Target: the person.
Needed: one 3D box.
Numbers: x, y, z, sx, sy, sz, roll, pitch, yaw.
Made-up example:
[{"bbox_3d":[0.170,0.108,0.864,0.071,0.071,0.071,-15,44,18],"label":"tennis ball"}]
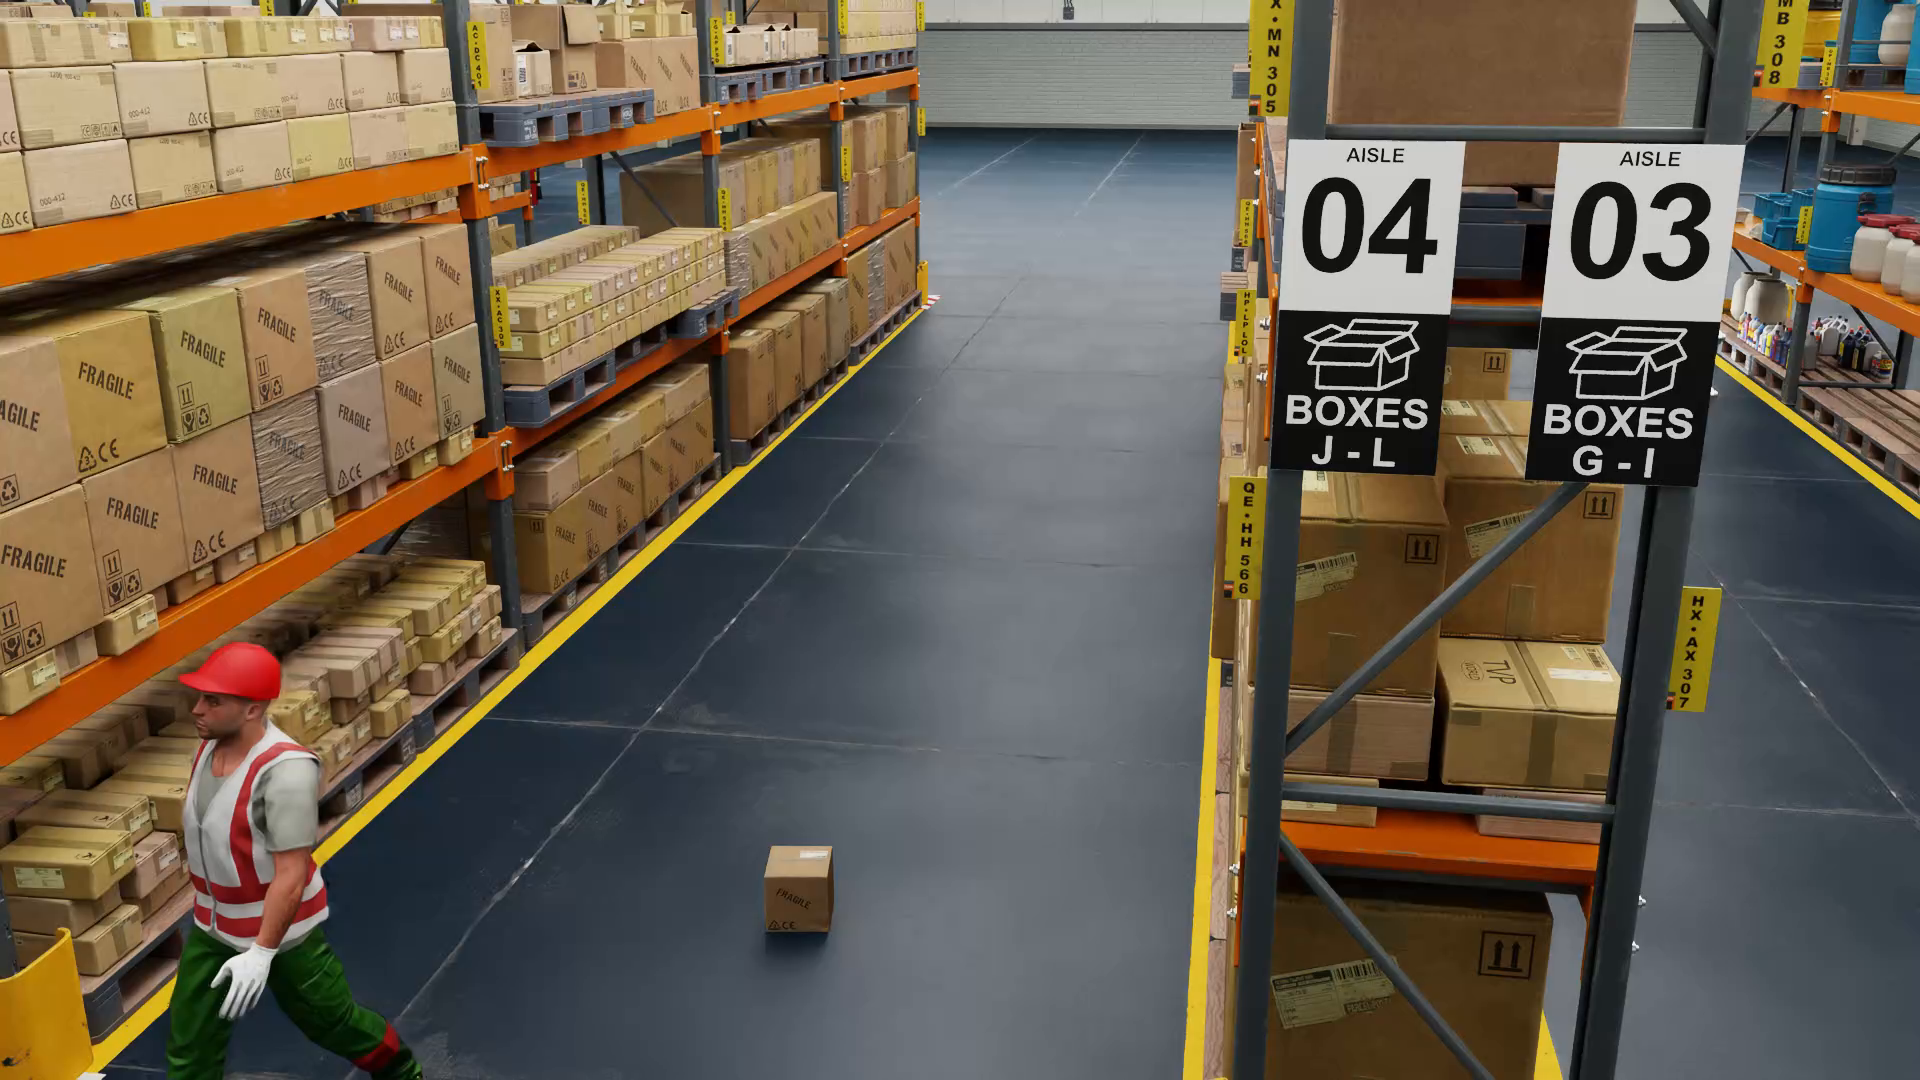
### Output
[{"bbox_3d":[-2.117,1.154,4.892,0.537,1.738,1.040,11,21,30],"label":"person"}]
